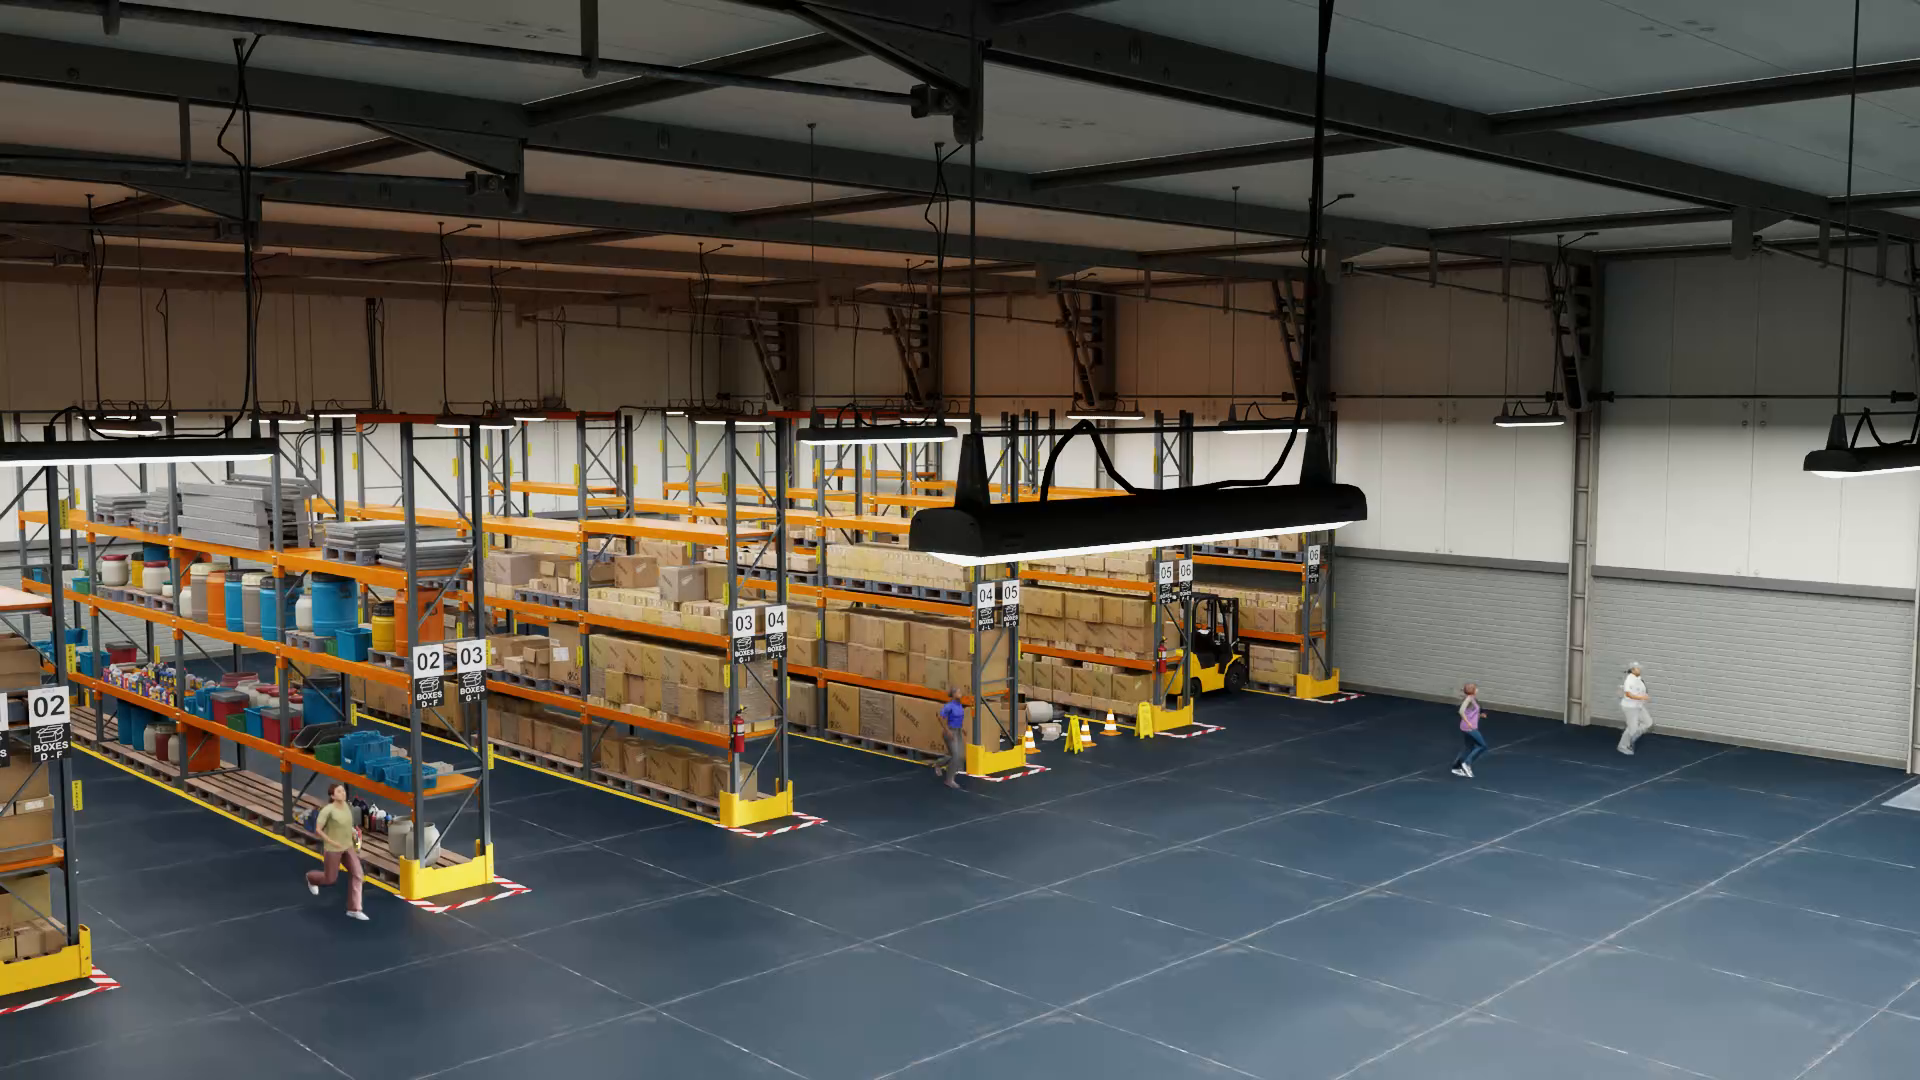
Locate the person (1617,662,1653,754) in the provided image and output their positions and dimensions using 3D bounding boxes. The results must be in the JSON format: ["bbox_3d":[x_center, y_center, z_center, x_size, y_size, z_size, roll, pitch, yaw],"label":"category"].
[{"bbox_3d":[11.922,2.958,29.351,0.570,1.638,0.661,4,6,39],"label":"person"}]

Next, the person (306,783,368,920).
[{"bbox_3d":[-7.611,3.775,20.291,0.998,1.652,0.561,3,6,33],"label":"person"}]

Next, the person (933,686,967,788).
[{"bbox_3d":[-0.158,3.192,27.177,0.585,1.610,0.614,3,6,30],"label":"person"}]

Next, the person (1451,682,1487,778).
[{"bbox_3d":[8.446,3.150,27.569,0.557,1.559,0.593,1,5,12],"label":"person"}]
